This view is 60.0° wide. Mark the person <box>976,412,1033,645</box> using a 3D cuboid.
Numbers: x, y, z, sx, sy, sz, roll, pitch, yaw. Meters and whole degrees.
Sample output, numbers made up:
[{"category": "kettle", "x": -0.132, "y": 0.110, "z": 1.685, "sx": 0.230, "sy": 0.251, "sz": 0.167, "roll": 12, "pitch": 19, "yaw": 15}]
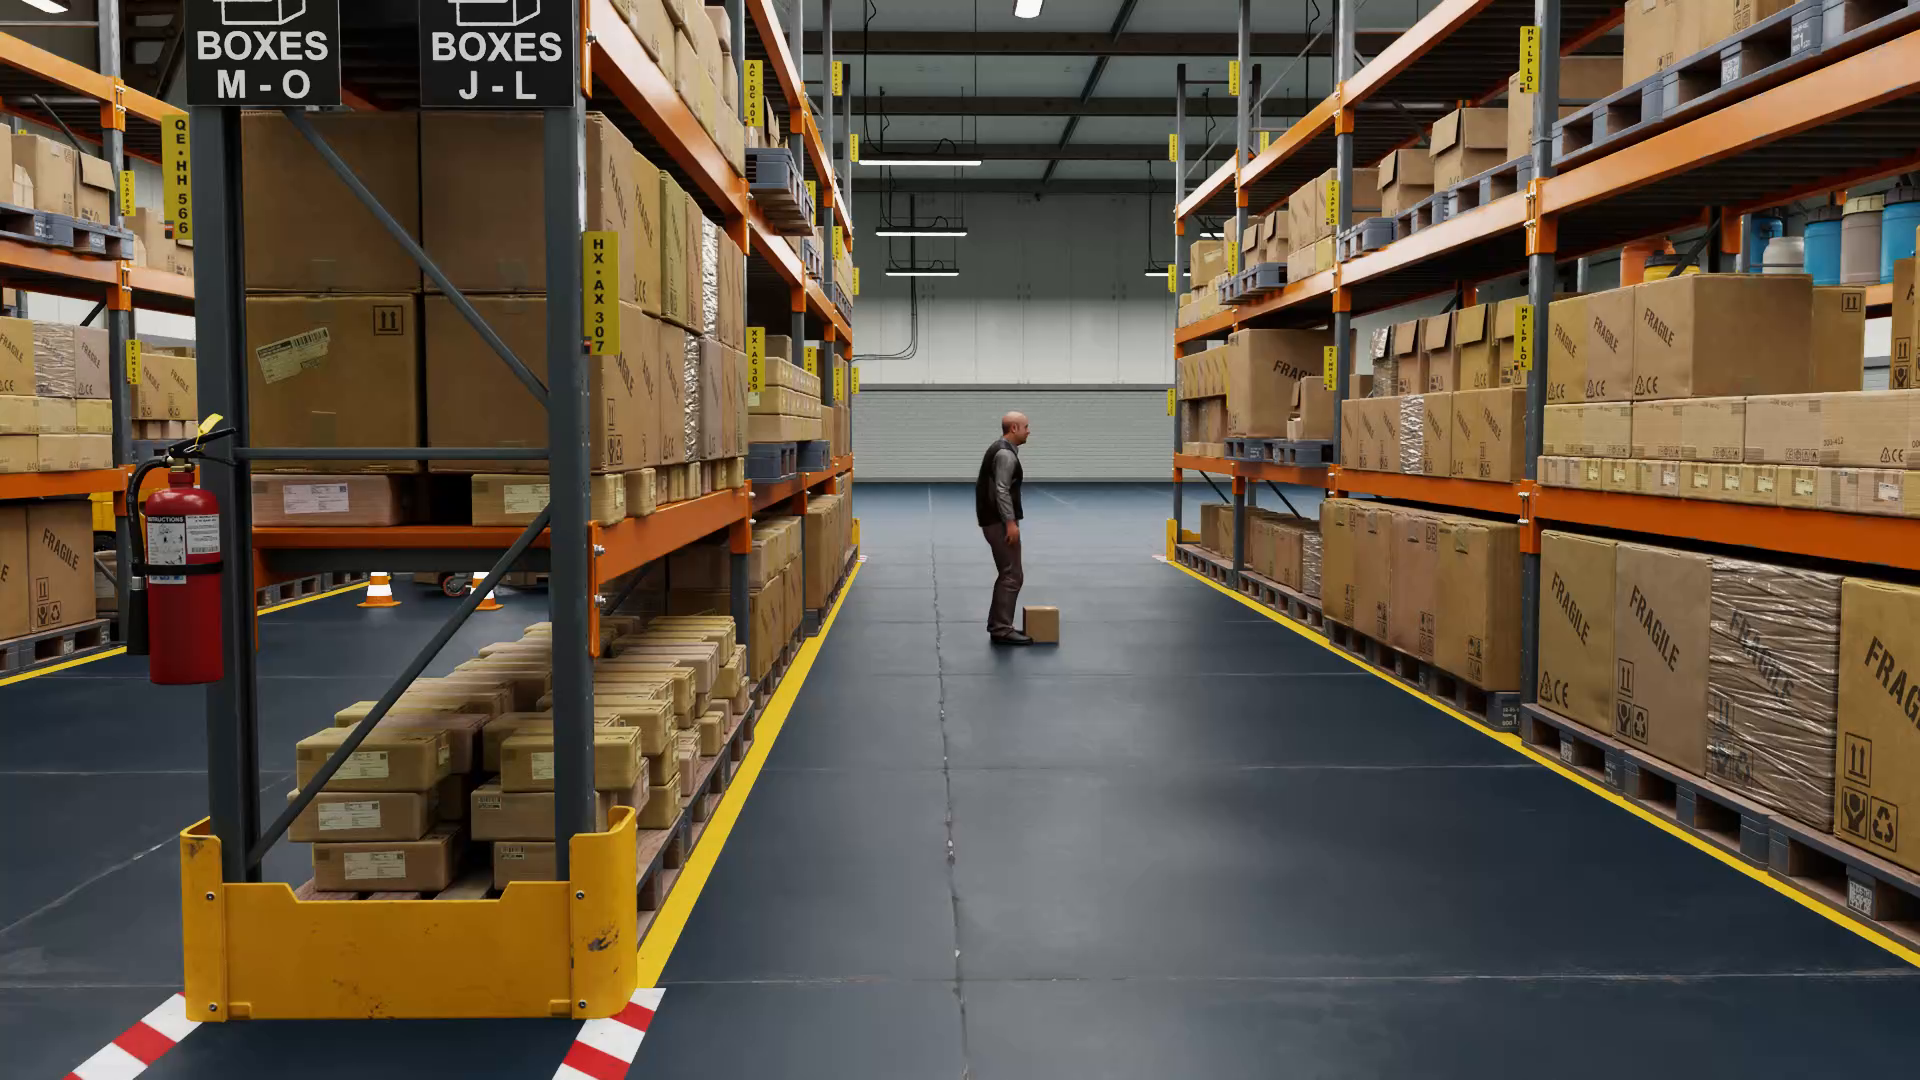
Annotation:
[{"category": "person", "x": 0.327, "y": -0.099, "z": 12.445, "sx": 0.421, "sy": 1.720, "sz": 0.580, "roll": 0, "pitch": 4, "yaw": -1}]
